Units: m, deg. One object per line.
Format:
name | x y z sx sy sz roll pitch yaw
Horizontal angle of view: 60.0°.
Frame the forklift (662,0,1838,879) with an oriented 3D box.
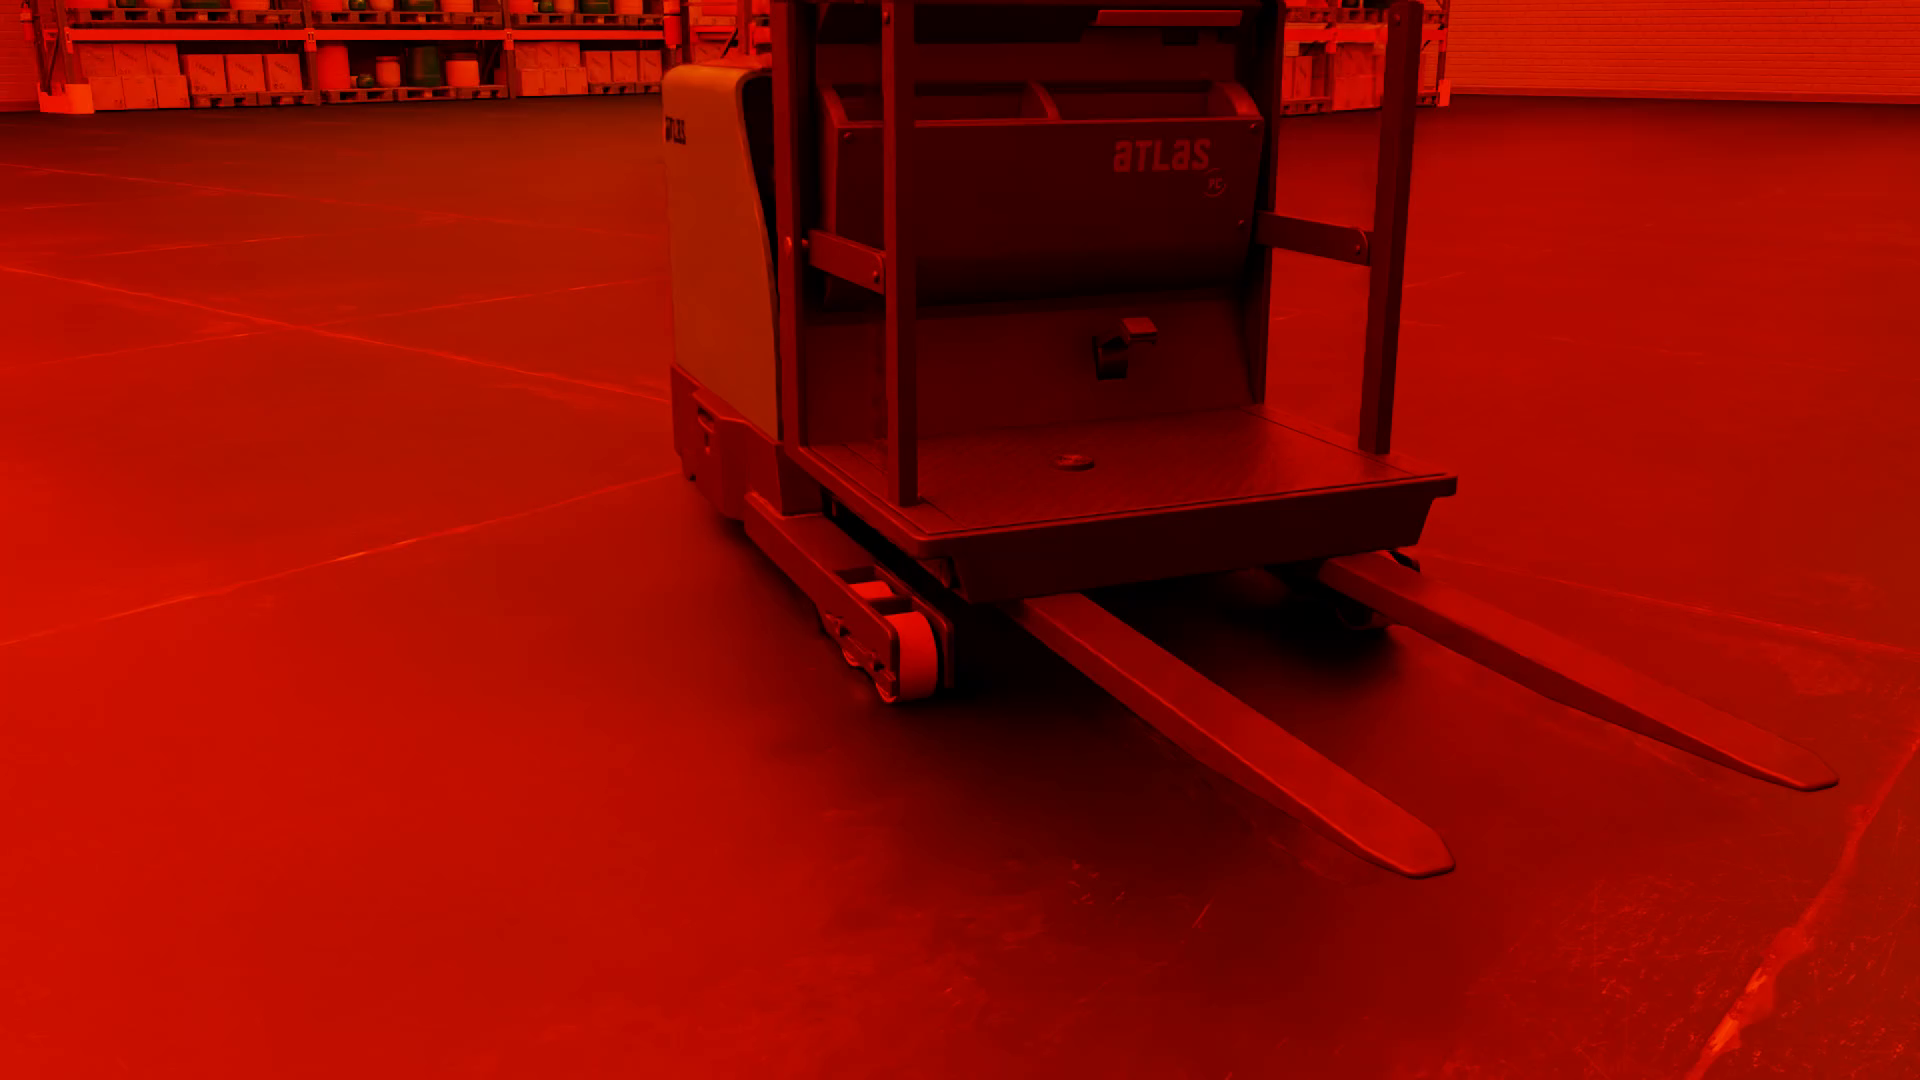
forklift | 0.255 -1.248 3.006 1.130 2.935 3.031 -7 18 -21
